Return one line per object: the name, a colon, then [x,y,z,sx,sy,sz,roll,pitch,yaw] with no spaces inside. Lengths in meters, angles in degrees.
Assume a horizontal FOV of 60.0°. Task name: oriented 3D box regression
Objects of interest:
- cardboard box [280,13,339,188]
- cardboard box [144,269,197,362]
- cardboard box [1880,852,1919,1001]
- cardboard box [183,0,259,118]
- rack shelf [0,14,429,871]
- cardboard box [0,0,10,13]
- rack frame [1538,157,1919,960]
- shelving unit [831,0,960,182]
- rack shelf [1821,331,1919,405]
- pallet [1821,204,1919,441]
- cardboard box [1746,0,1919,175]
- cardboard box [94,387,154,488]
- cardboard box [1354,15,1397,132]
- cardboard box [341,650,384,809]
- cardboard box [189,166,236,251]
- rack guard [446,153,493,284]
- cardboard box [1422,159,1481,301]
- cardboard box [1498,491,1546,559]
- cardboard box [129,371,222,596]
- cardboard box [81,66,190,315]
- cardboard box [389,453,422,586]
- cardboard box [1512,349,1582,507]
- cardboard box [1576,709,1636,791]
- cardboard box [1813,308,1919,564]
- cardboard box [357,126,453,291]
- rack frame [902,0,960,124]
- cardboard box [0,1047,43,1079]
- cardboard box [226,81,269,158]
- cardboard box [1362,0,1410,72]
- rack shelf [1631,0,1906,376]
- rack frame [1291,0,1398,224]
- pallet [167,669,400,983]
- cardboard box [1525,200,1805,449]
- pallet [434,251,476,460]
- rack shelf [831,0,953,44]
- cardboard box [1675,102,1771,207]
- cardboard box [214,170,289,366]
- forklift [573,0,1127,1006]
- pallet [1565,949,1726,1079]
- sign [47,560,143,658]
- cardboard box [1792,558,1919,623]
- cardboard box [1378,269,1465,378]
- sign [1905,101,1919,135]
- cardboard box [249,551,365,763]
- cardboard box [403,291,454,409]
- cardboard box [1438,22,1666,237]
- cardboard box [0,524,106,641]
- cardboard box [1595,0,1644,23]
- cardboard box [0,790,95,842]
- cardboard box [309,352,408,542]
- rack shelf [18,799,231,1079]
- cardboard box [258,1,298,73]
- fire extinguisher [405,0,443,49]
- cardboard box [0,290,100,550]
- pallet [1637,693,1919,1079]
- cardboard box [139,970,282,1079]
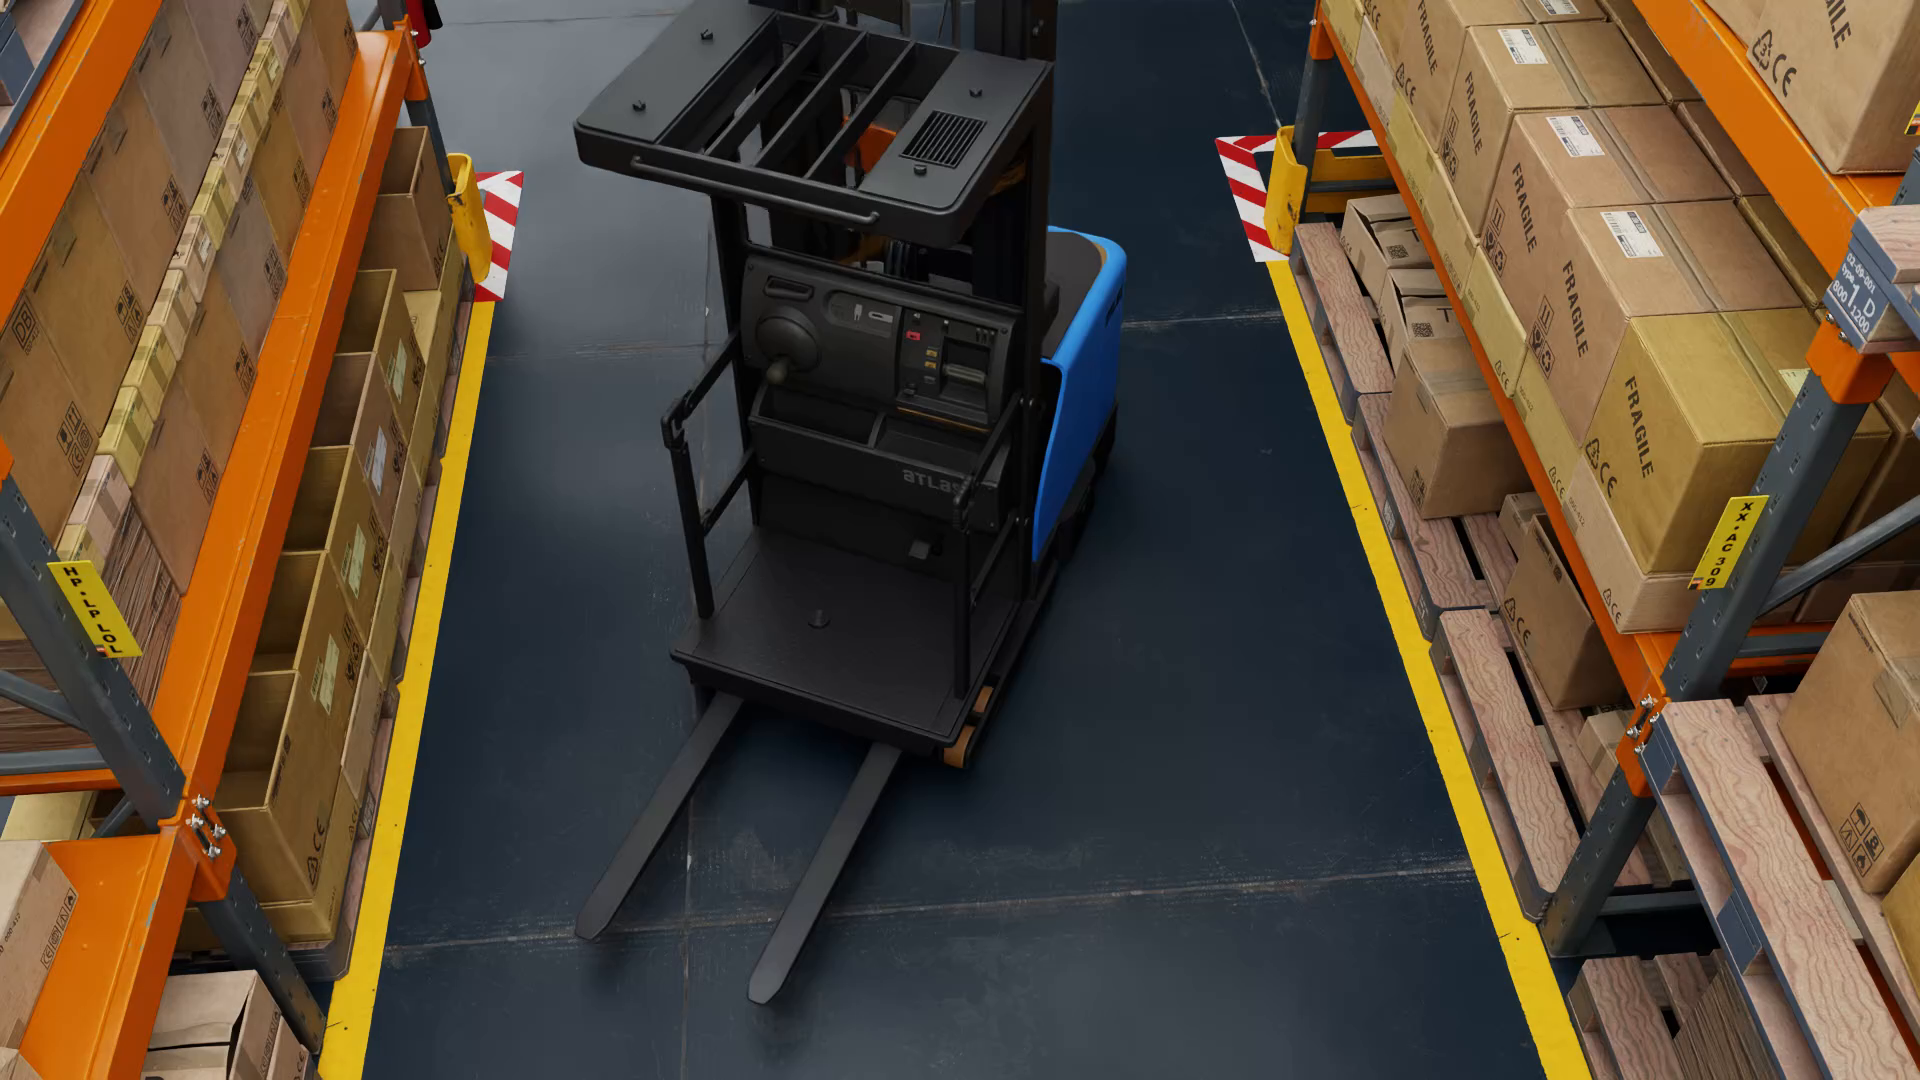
cardboard box: [-2.770,-1.638,6.166,0.700,0.500,0.500,-2,47,-2]
cardboard box: [-2.427,-0.630,4.765,0.380,0.149,0.250,-5,47,-5]
cardboard box: [2.474,0.858,3.500,0.700,0.500,0.500,1,47,1]
cardboard box: [-2.722,-1.681,5.313,0.700,0.500,0.500,-3,47,-3]
rack shelf: [-2.678,-0.627,5.774,1.077,0.370,4.000,-3,47,-3]
cardboard box: [-2.335,-1.392,3.612,0.500,0.311,0.500,-6,47,-5]
rack frame: [2.425,0.269,4.430,1.000,3.000,0.127,-3,47,-3]
shelving unit: [-0.316,-1.645,6.862,0.503,2.100,0.431,23,51,21]
rack shelf: [2.593,0.931,2.231,1.077,0.370,4.000,-3,47,-3]
pallet: [2.371,-0.245,2.980,1.213,0.211,1.003,-3,47,-3]
cardboard box: [2.137,-1.156,3.631,0.500,0.500,0.500,-2,47,-2]
cardboard box: [-2.385,-0.260,4.414,0.380,0.149,0.250,-5,47,-4]
cardboard box: [1.873,-1.834,6.510,0.500,0.250,0.500,-5,47,-5]
cardboard box: [-2.284,0.657,5.666,0.500,0.250,0.500,-3,47,-3]
cardboard box: [-2.473,-1.012,5.127,0.380,0.149,0.250,-4,47,-4]
rack guard: [-2.848,-1.480,7.807,1.175,0.500,0.348,-3,47,-3]
cardboard box: [1.949,-1.099,5.814,0.500,0.250,0.500,-3,47,-3]
cardboard box: [2.311,-0.061,6.402,0.380,0.149,0.250,-7,47,-6]
cardboard box: [-2.605,-0.164,4.770,0.700,0.500,0.500,-4,47,-4]
cardboard box: [-2.639,-0.957,4.628,0.700,0.500,0.500,-4,47,-3]
cardboard box: [-2.369,-0.066,6.351,0.500,0.250,0.500,-3,47,-3]
cardboard box: [2.050,-0.372,5.126,0.500,0.250,0.500,-3,47,-3]
cardboard box: [2.351,0.706,5.664,0.380,0.166,0.250,-9,47,-8]
cardboard box: [2.594,-0.297,4.539,0.500,0.500,0.500,-4,47,-4]
cardboard box: [-2.504,-1.409,7.106,0.500,0.500,0.500,-3,47,-3]
rack frame: [-0.106,-1.555,6.776,0.015,2.100,0.400,23,51,21]
cardboard box: [-2.254,1.243,3.599,0.396,0.266,0.258,-5,47,-4]
cardboard box: [-2.514,-1.378,5.473,0.380,0.149,0.250,-2,47,-2]
cardboard box: [1.862,-2.117,6.262,0.500,0.500,0.500,-3,47,-3]
rack shelf: [2.258,-1.963,4.972,1.077,0.370,4.000,-3,47,-3]
rack frame: [2.090,-2.626,7.171,1.000,3.000,0.127,-3,47,-3]
pallet: [-2.535,0.953,5.702,1.003,0.211,1.213,-3,47,-3]
cardboard box: [2.030,-0.629,4.852,0.500,0.500,0.500,-4,47,-4]
pallet: [-2.740,-0.812,7.374,1.003,0.211,1.213,-3,47,-3]
rack shelf: [-0.316,-2.117,6.364,0.480,0.518,0.431,23,51,21]
cardboard box: [2.518,-1.033,5.235,0.500,0.500,0.500,-2,47,-2]
cardboard box: [-2.687,-0.898,5.465,0.700,0.500,0.500,-2,47,-2]
forklift: [-0.356,-0.540,5.243,1.130,2.935,3.031,16,49,15]
pallet: [2.492,1.791,4.909,1.003,0.211,1.213,-3,47,-3]
sign: [-1.971,0.161,3.788,0.100,0.325,0.005,-3,47,-3]
cardboard box: [2.600,-0.040,4.811,0.500,0.250,0.500,-3,47,-3]
cardboard box: [2.106,-0.934,7.117,0.500,0.311,0.500,0,47,0]
sign: [1.885,-0.902,3.116,0.100,0.325,0.005,-3,47,-3]
cardboard box: [-2.287,0.400,5.394,0.500,0.500,0.500,-3,47,-3]
cardboard box: [-2.452,-0.790,7.036,0.500,0.250,0.500,-3,47,-3]
cardboard box: [1.954,-1.370,5.554,0.500,0.500,0.500,-2,47,-2]
cardboard box: [-2.340,0.109,4.066,0.380,0.149,0.250,-4,47,-3]
cardboard box: [2.422,-1.772,5.935,0.500,0.500,0.500,-5,47,-4]
cardboard box: [-2.767,1.051,5.293,0.500,0.250,0.500,-3,47,-3]
cardboard box: [-2.365,-0.324,6.079,0.500,0.500,0.500,-3,47,-3]
rack shelf: [-2.343,2.267,3.033,1.077,0.370,4.000,-3,47,-3]
cardboard box: [-2.560,-1.758,5.833,0.380,0.149,0.250,-3,47,-3]
fire extinguisher: [-2.393,-2.409,7.019,0.296,0.674,0.183,-3,47,-3]
cardboard box: [-2.554,-0.229,3.938,0.700,0.500,0.500,-3,47,-3]
pallet: [2.344,0.896,3.967,1.003,0.211,1.213,-3,47,-3]
cardboard box: [-2.191,1.456,4.523,0.500,0.311,0.500,-3,47,-3]
